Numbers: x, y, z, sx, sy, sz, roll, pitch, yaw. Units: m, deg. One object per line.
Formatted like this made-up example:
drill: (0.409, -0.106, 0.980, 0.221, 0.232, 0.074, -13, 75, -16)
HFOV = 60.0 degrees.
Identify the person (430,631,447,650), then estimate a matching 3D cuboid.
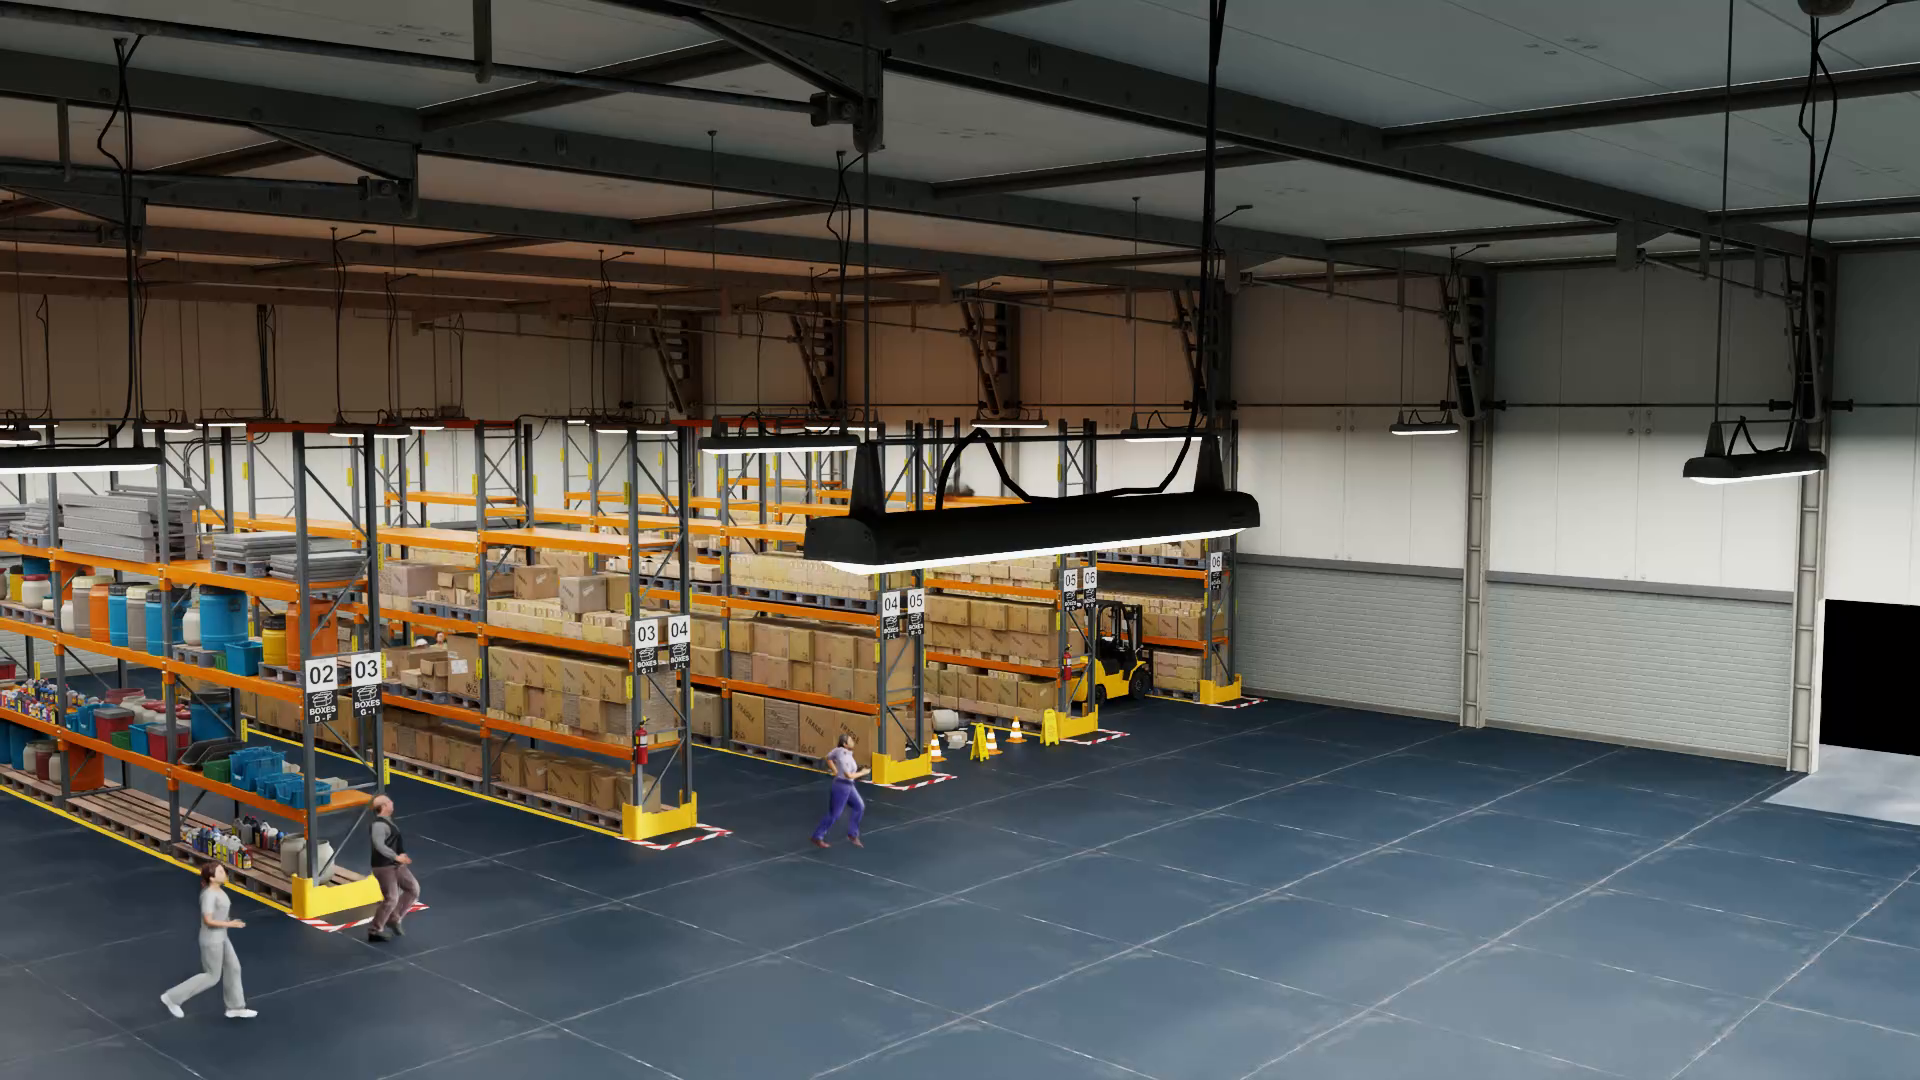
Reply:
person: (-10.735, 2.704, 34.523, 0.587, 1.631, 0.524, -4, 6, -42)

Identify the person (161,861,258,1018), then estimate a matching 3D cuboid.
person: (-7.706, 4.118, 17.049, 0.887, 1.668, 0.577, -1, 5, -18)

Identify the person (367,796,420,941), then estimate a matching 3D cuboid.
person: (-6.740, 3.882, 19.769, 0.594, 1.687, 0.694, 0, 5, -4)

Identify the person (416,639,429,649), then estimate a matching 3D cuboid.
person: (-10.522, 2.802, 32.663, 0.608, 1.722, 0.658, 4, 6, 38)

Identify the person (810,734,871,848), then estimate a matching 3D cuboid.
person: (-1.707, 3.587, 23.668, 0.873, 1.691, 0.610, 0, 5, -5)
